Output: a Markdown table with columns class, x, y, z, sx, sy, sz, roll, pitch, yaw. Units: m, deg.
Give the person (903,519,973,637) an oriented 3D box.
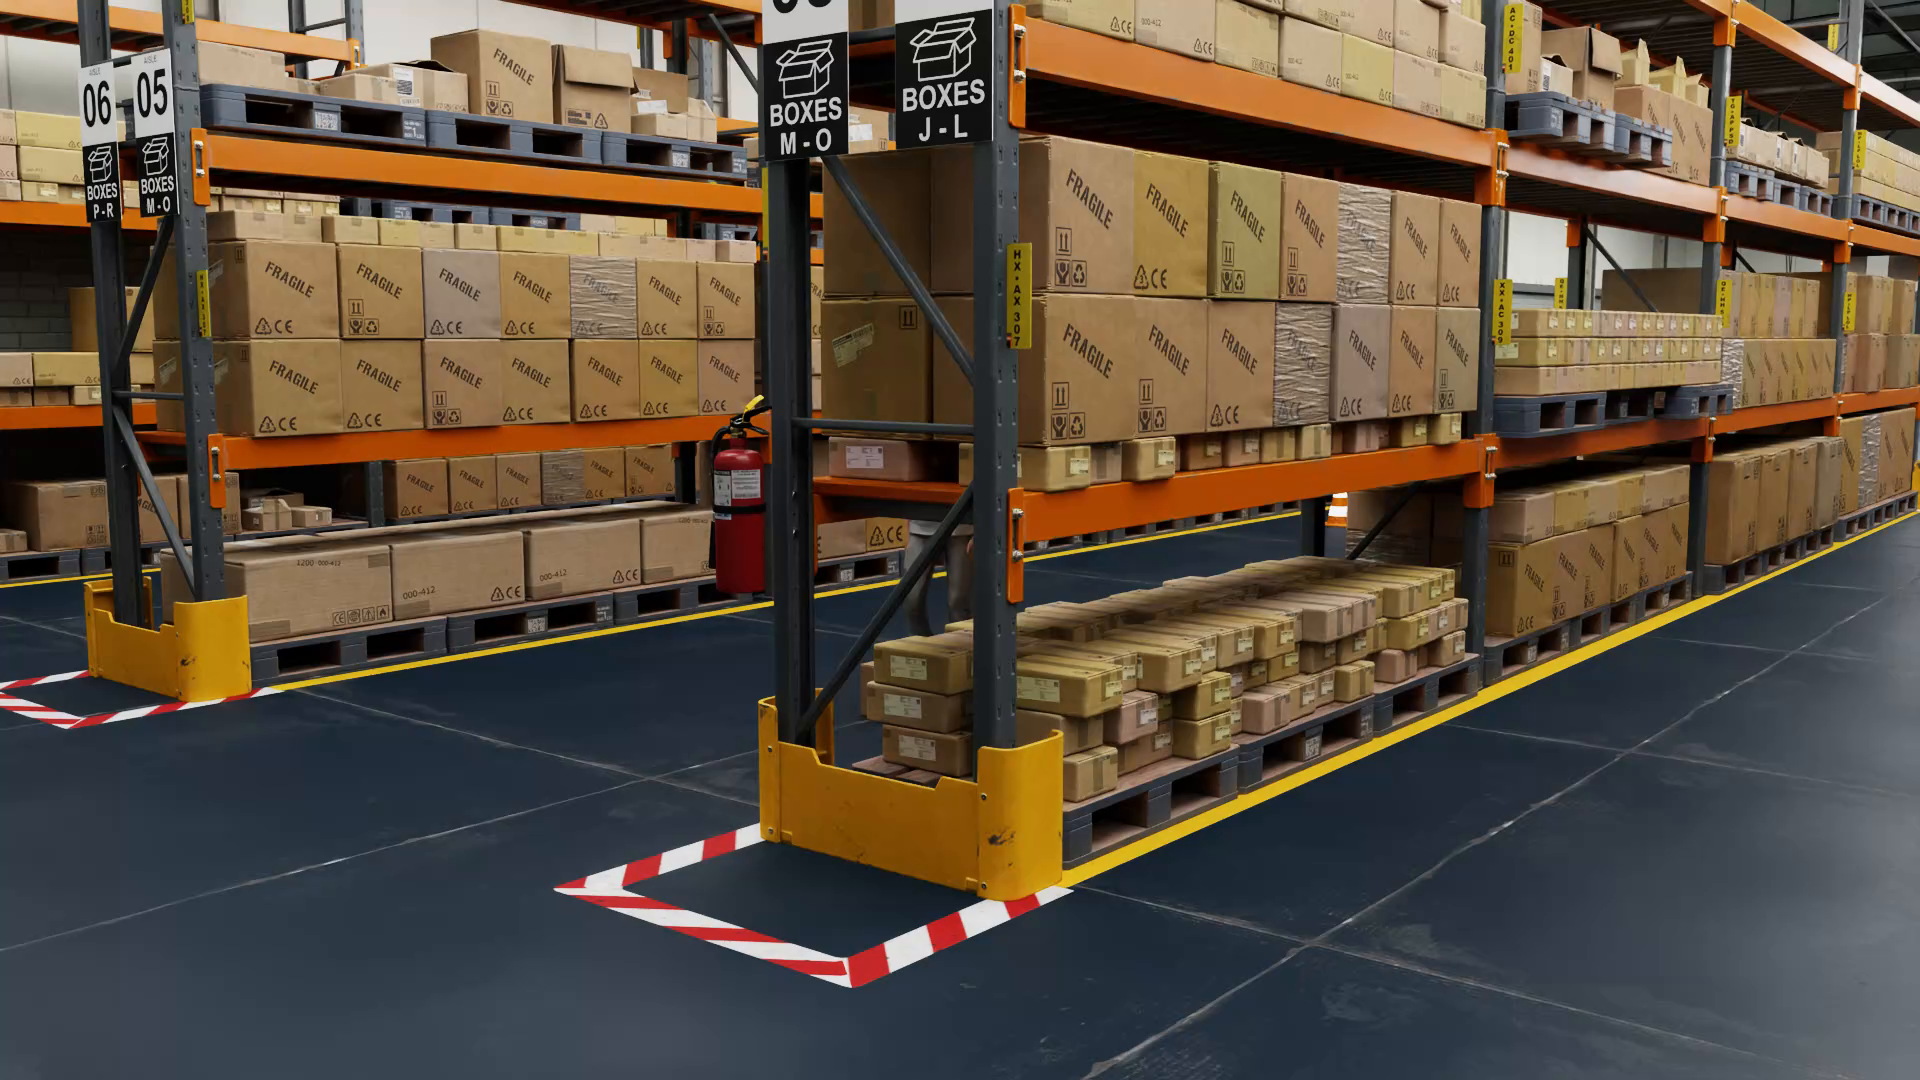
| class | x | y | z | sx | sy | sz | roll | pitch | yaw |
| --- | --- | --- | --- | --- | --- | --- | --- | --- | --- |
| person | -0.083 | -0.012 | 8.385 | 0.422 | 1.599 | 0.469 | 2 | 7 | 12 |
